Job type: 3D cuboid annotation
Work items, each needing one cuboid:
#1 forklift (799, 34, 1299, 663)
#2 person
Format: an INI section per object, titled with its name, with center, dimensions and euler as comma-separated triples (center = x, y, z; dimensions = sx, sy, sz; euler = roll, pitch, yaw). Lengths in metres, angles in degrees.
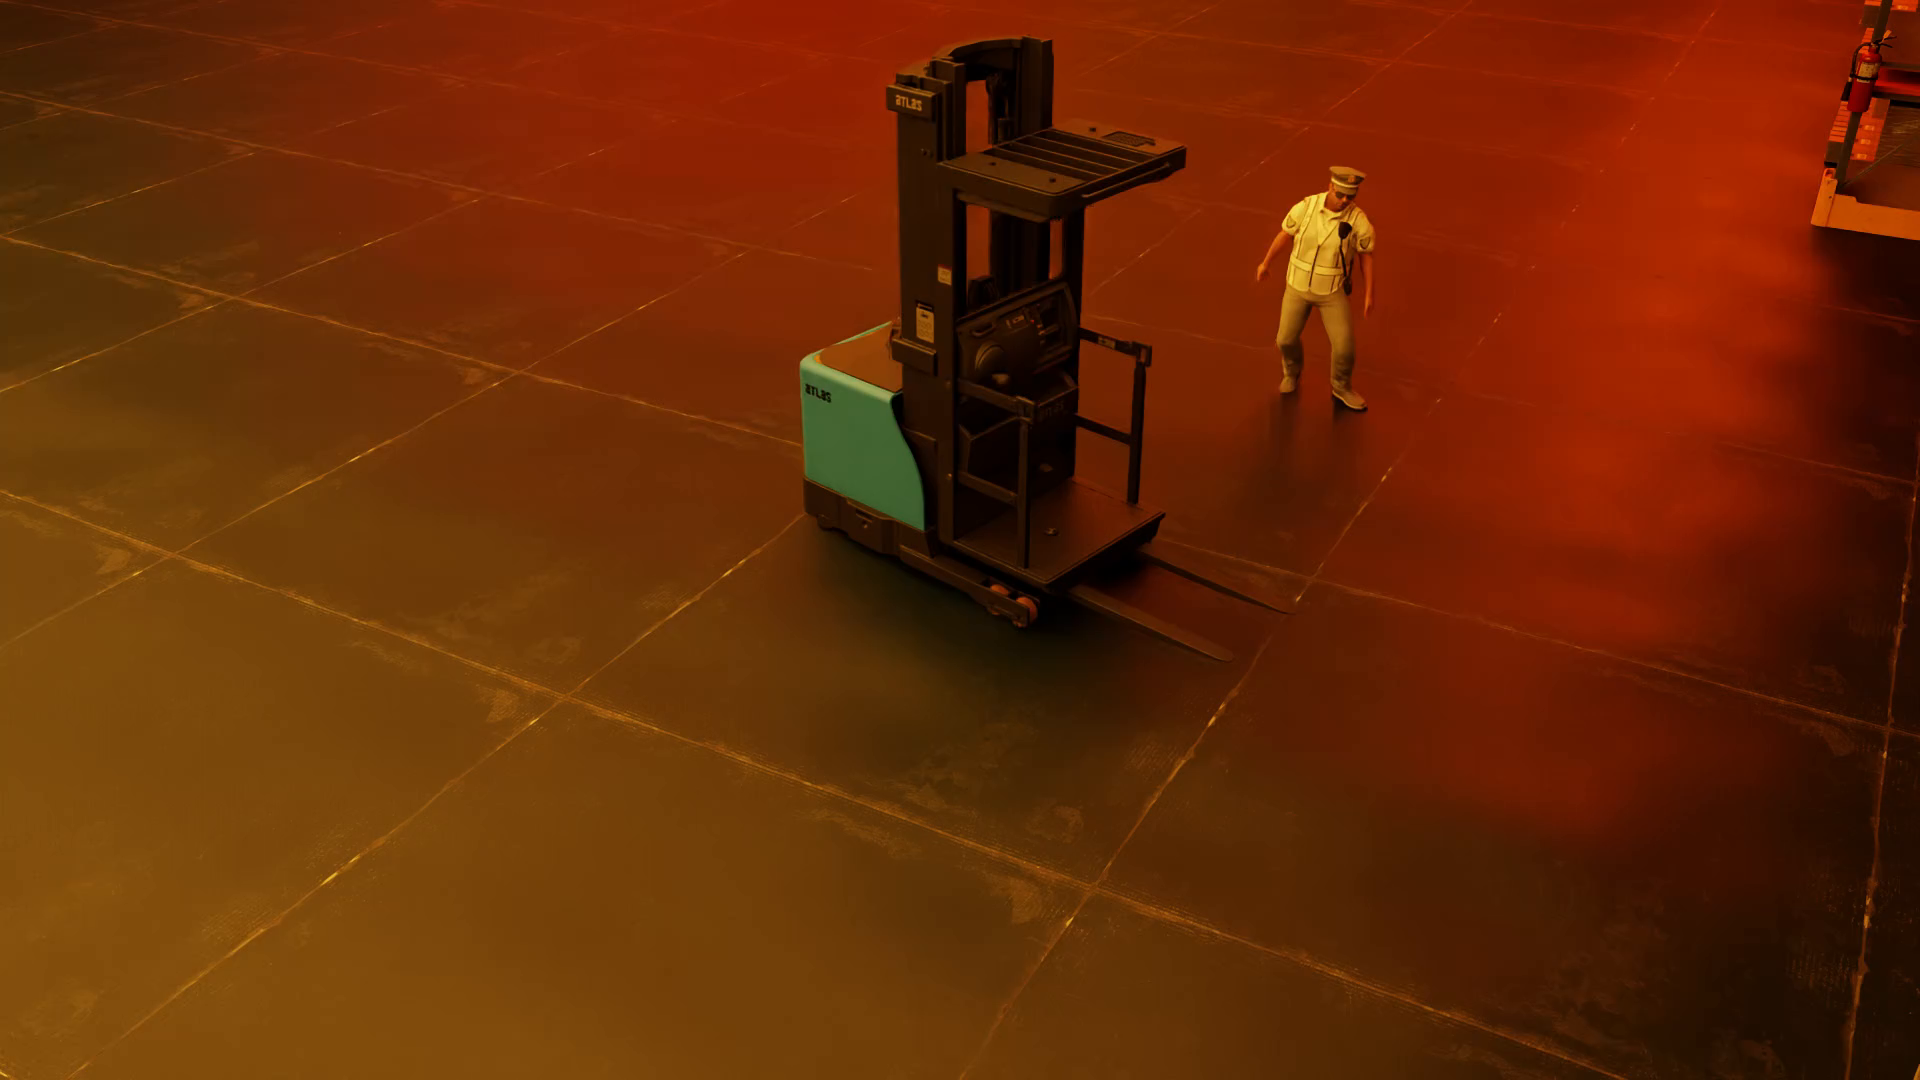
[forklift]
center = 0.474, -1.084, 8.950
dimensions = 3.031, 2.935, 1.130
euler = 24, 38, 35
[person]
center = 2.460, -1.748, 11.408
dimensions = 0.898, 1.735, 0.498
euler = 15, 33, 24
